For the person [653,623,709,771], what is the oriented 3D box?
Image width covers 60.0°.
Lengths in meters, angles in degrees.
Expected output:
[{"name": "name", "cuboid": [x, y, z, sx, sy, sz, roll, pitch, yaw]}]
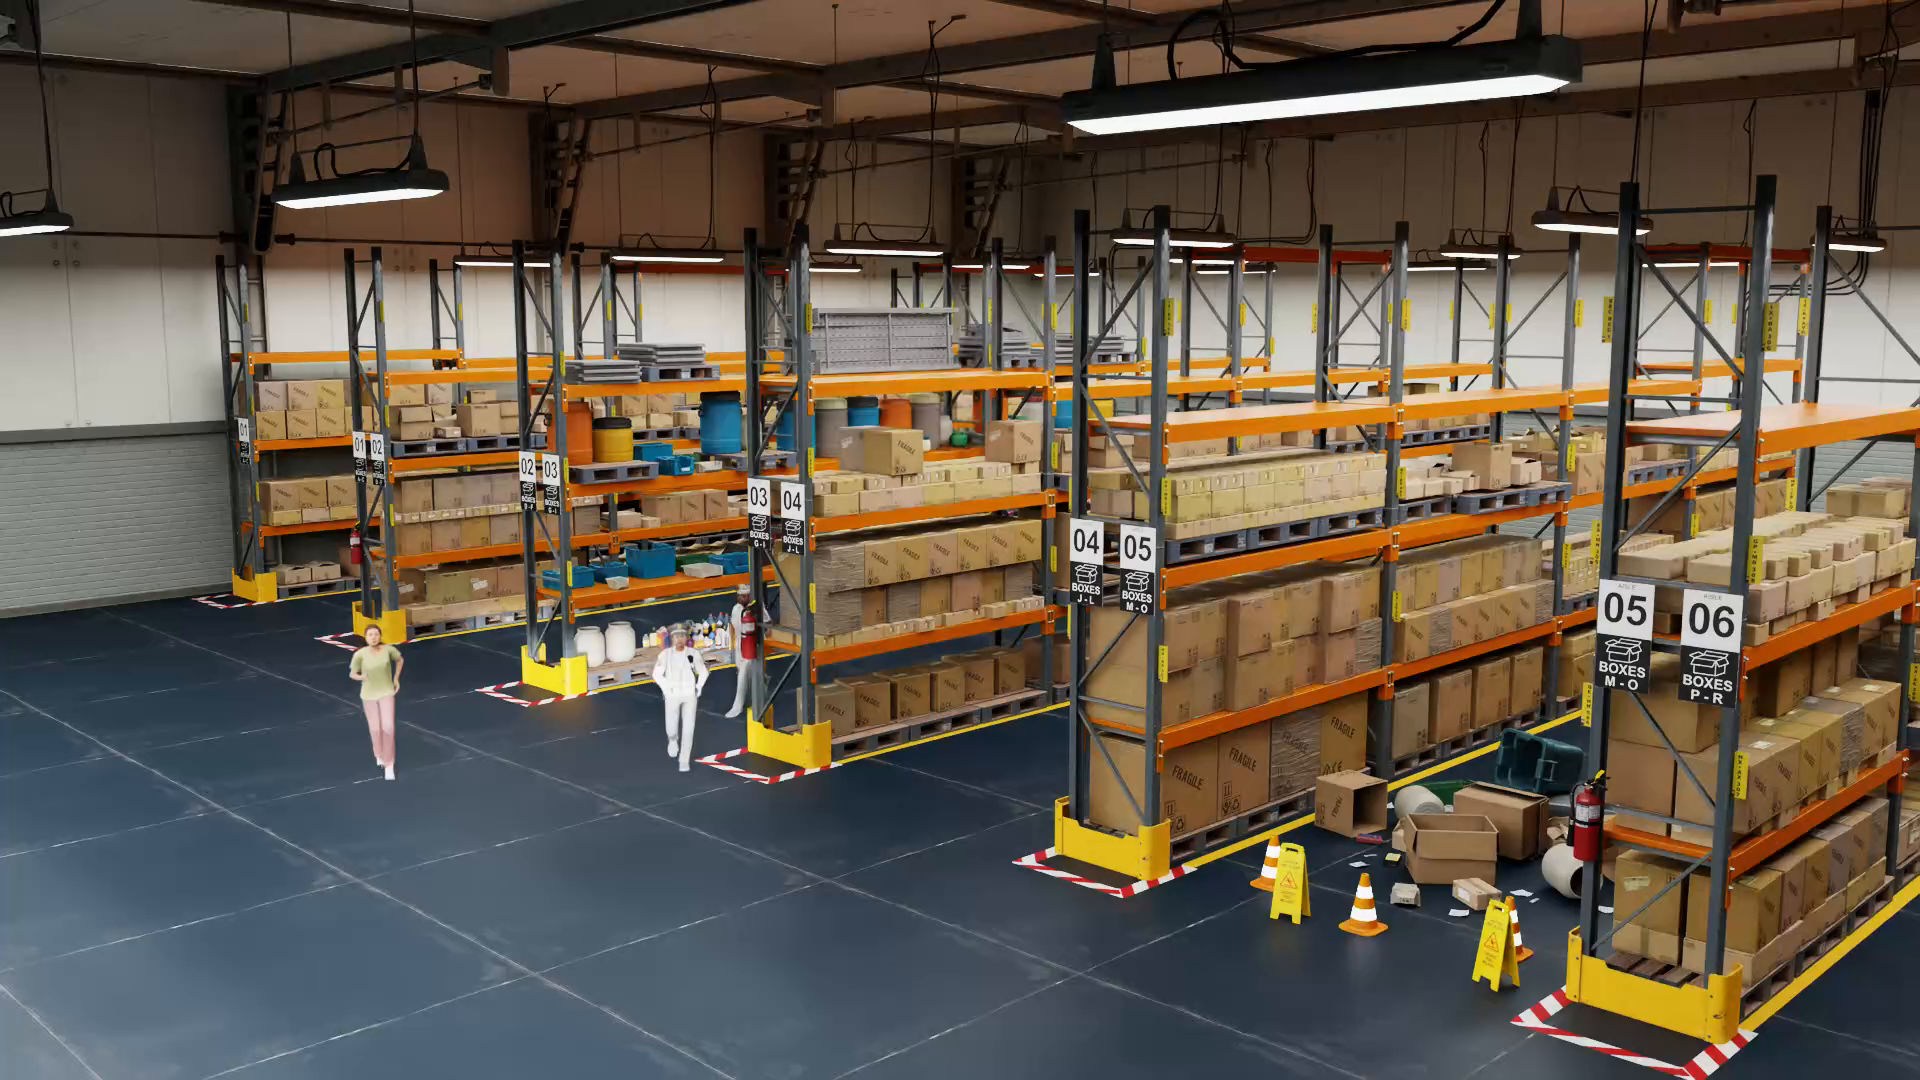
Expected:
[{"name": "person", "cuboid": [-3.109, 1.729, 18.565, 0.616, 1.645, 0.578, -2, 8, -12]}]

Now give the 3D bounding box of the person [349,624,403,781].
[{"name": "person", "cuboid": [-6.412, 1.763, 18.310, 0.559, 1.725, 0.738, -2, 8, -16]}]

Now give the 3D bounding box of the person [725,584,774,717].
[{"name": "person", "cuboid": [-2.661, 1.364, 21.164, 0.599, 1.686, 0.854, 5, 9, 30]}]
